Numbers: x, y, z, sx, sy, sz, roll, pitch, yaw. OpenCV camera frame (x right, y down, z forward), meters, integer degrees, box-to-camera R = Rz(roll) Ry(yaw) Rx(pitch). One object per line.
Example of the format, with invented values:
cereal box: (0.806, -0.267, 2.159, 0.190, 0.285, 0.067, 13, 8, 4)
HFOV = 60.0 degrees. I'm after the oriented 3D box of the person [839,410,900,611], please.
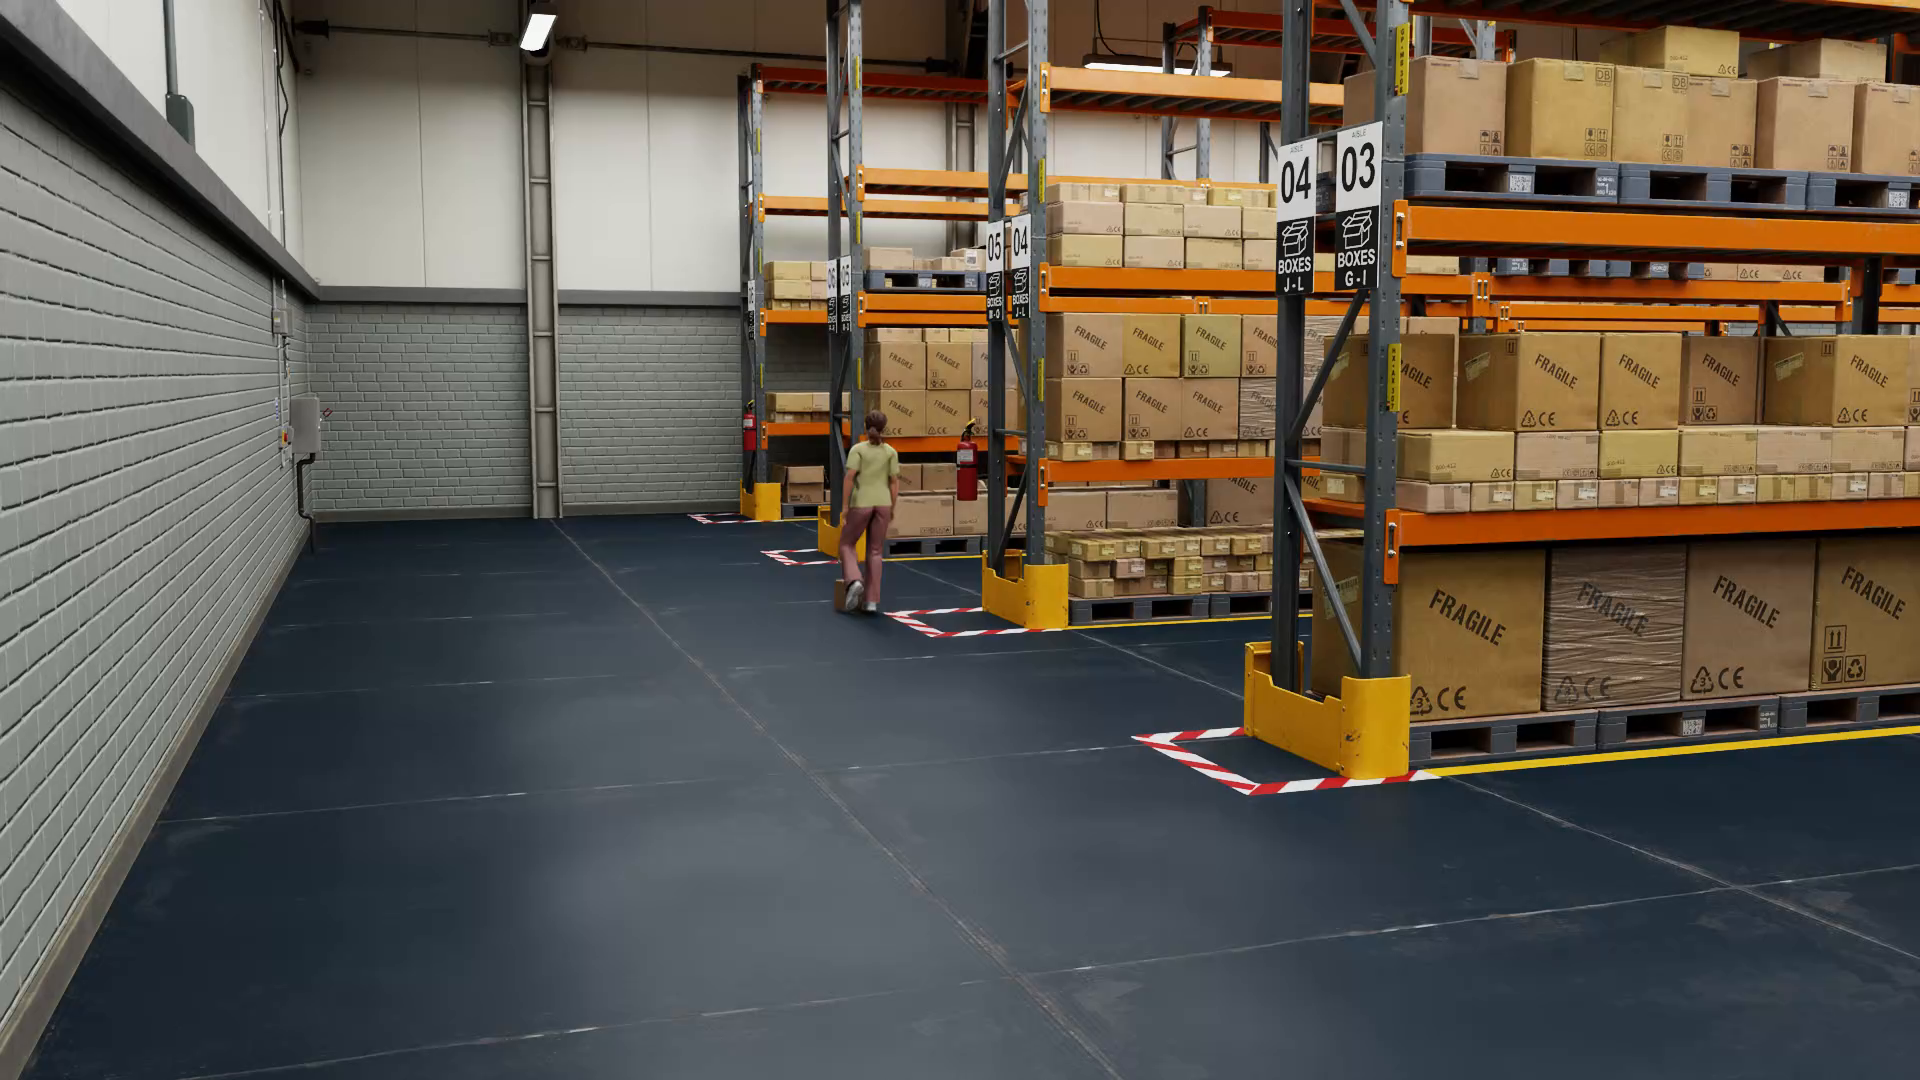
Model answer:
person: (-0.748, -0.241, 13.719, 0.498, 1.661, 0.467, -2, 6, -16)
